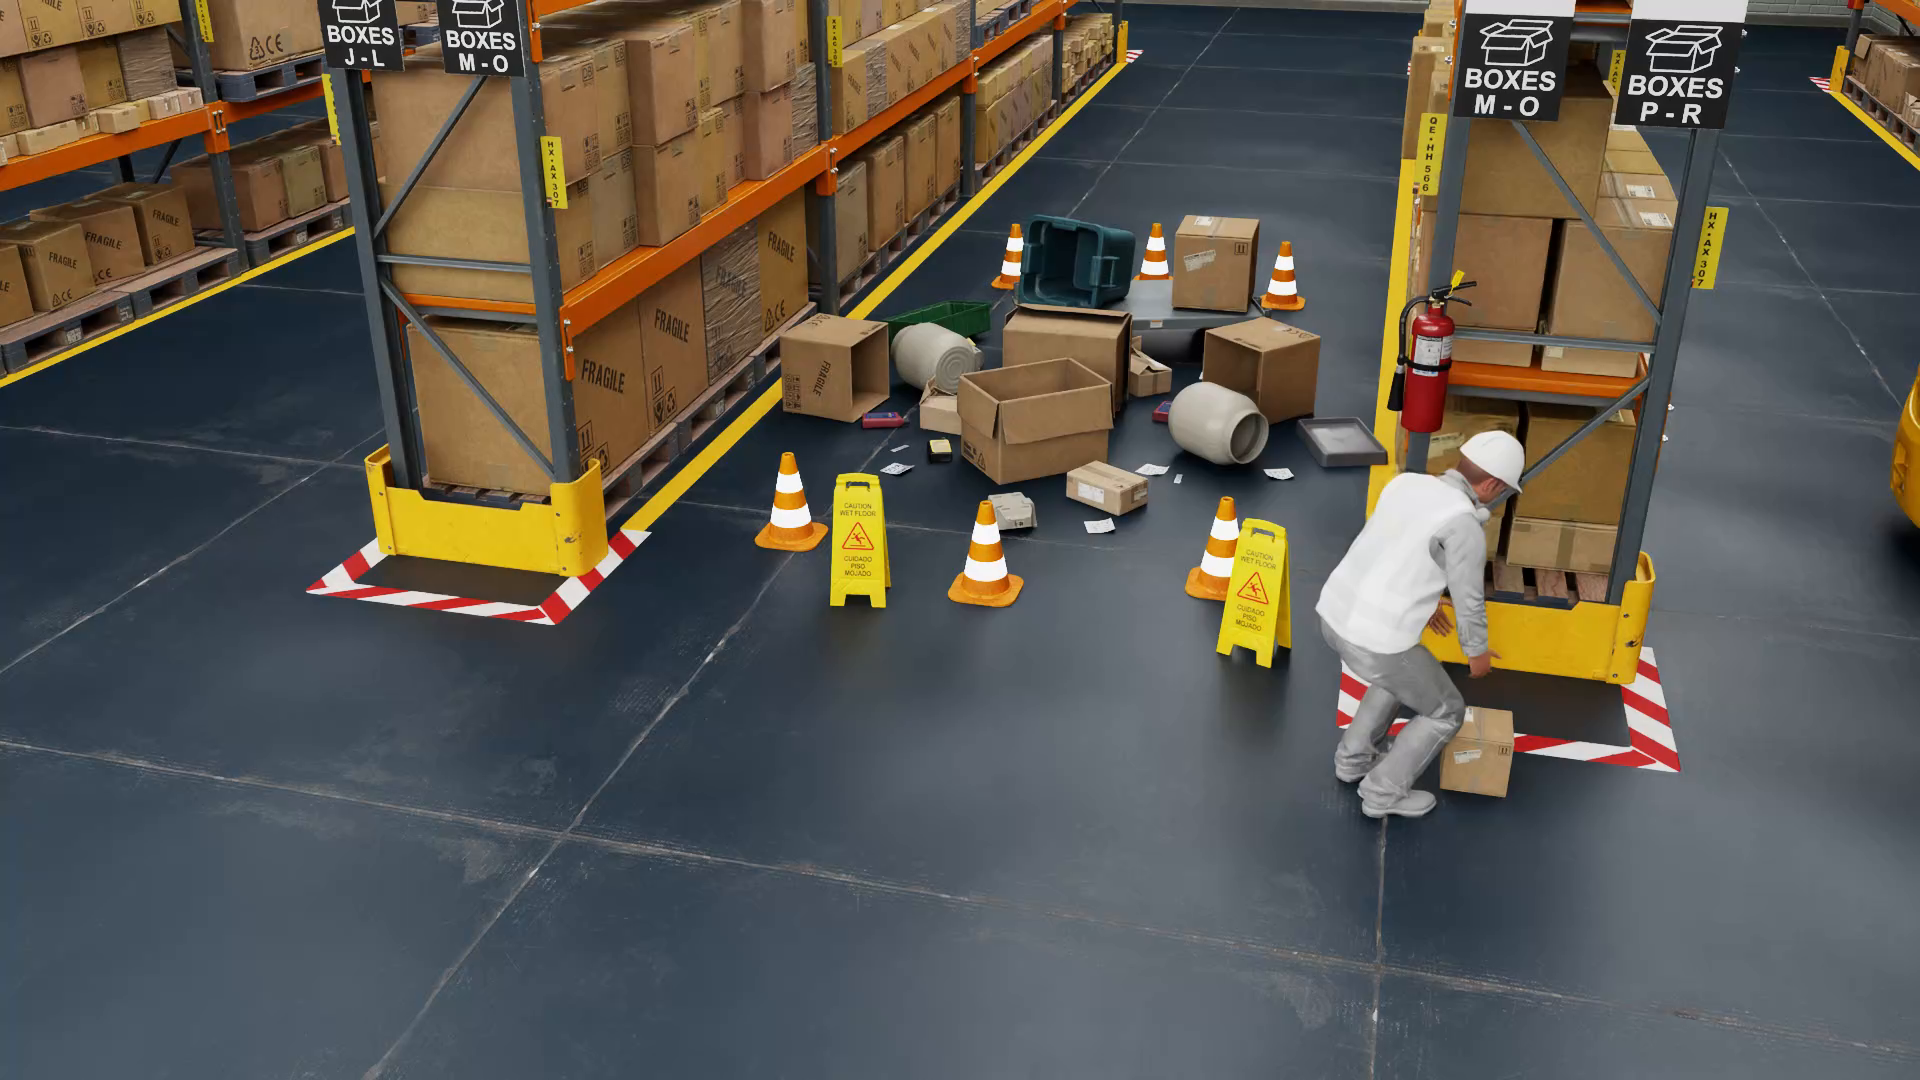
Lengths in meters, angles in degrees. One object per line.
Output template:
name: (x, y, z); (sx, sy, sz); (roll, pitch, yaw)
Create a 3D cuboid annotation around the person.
person: (1.713, 0.299, 6.295); (0.734, 1.478, 0.591); (-5, 26, -11)
